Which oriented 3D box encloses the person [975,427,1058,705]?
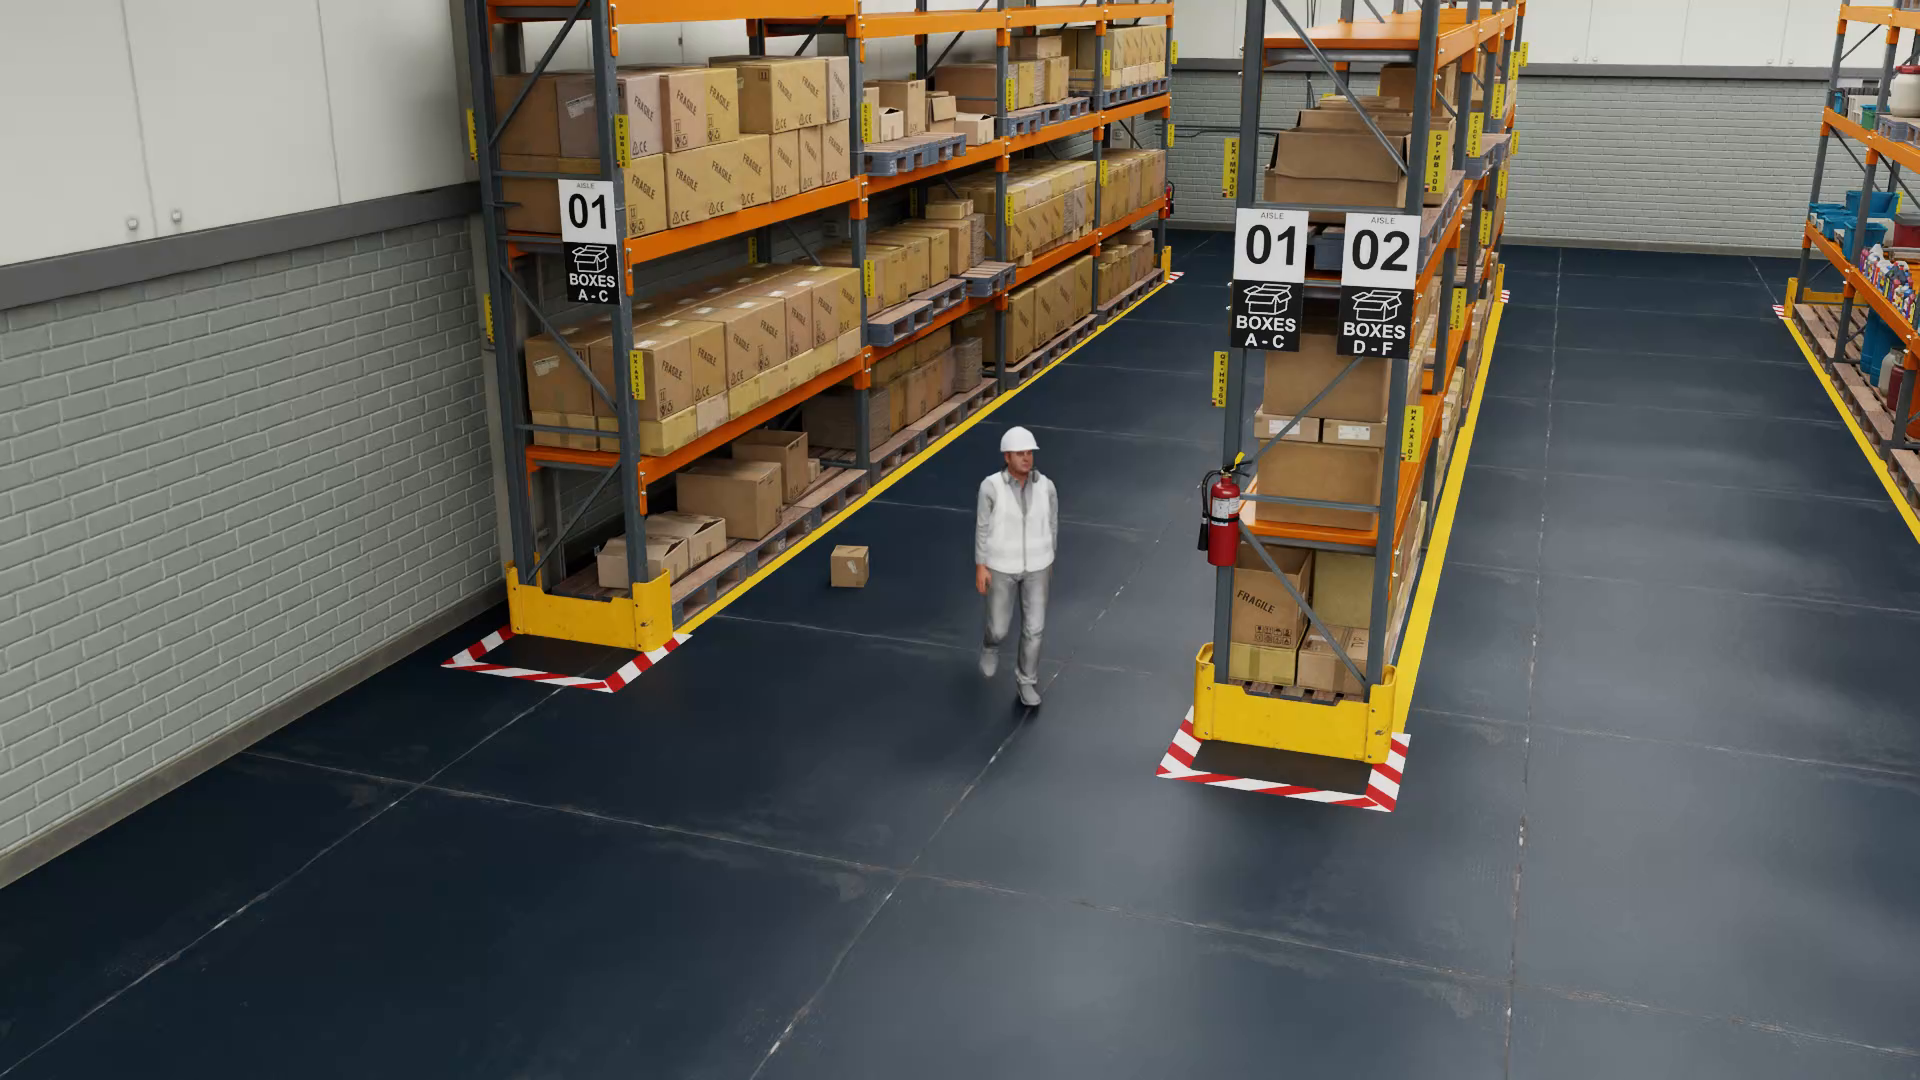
[{"bbox_3d":[0.358,0.146,10.504,0.545,1.759,0.597,-4,19,-12],"label":"person"}]
